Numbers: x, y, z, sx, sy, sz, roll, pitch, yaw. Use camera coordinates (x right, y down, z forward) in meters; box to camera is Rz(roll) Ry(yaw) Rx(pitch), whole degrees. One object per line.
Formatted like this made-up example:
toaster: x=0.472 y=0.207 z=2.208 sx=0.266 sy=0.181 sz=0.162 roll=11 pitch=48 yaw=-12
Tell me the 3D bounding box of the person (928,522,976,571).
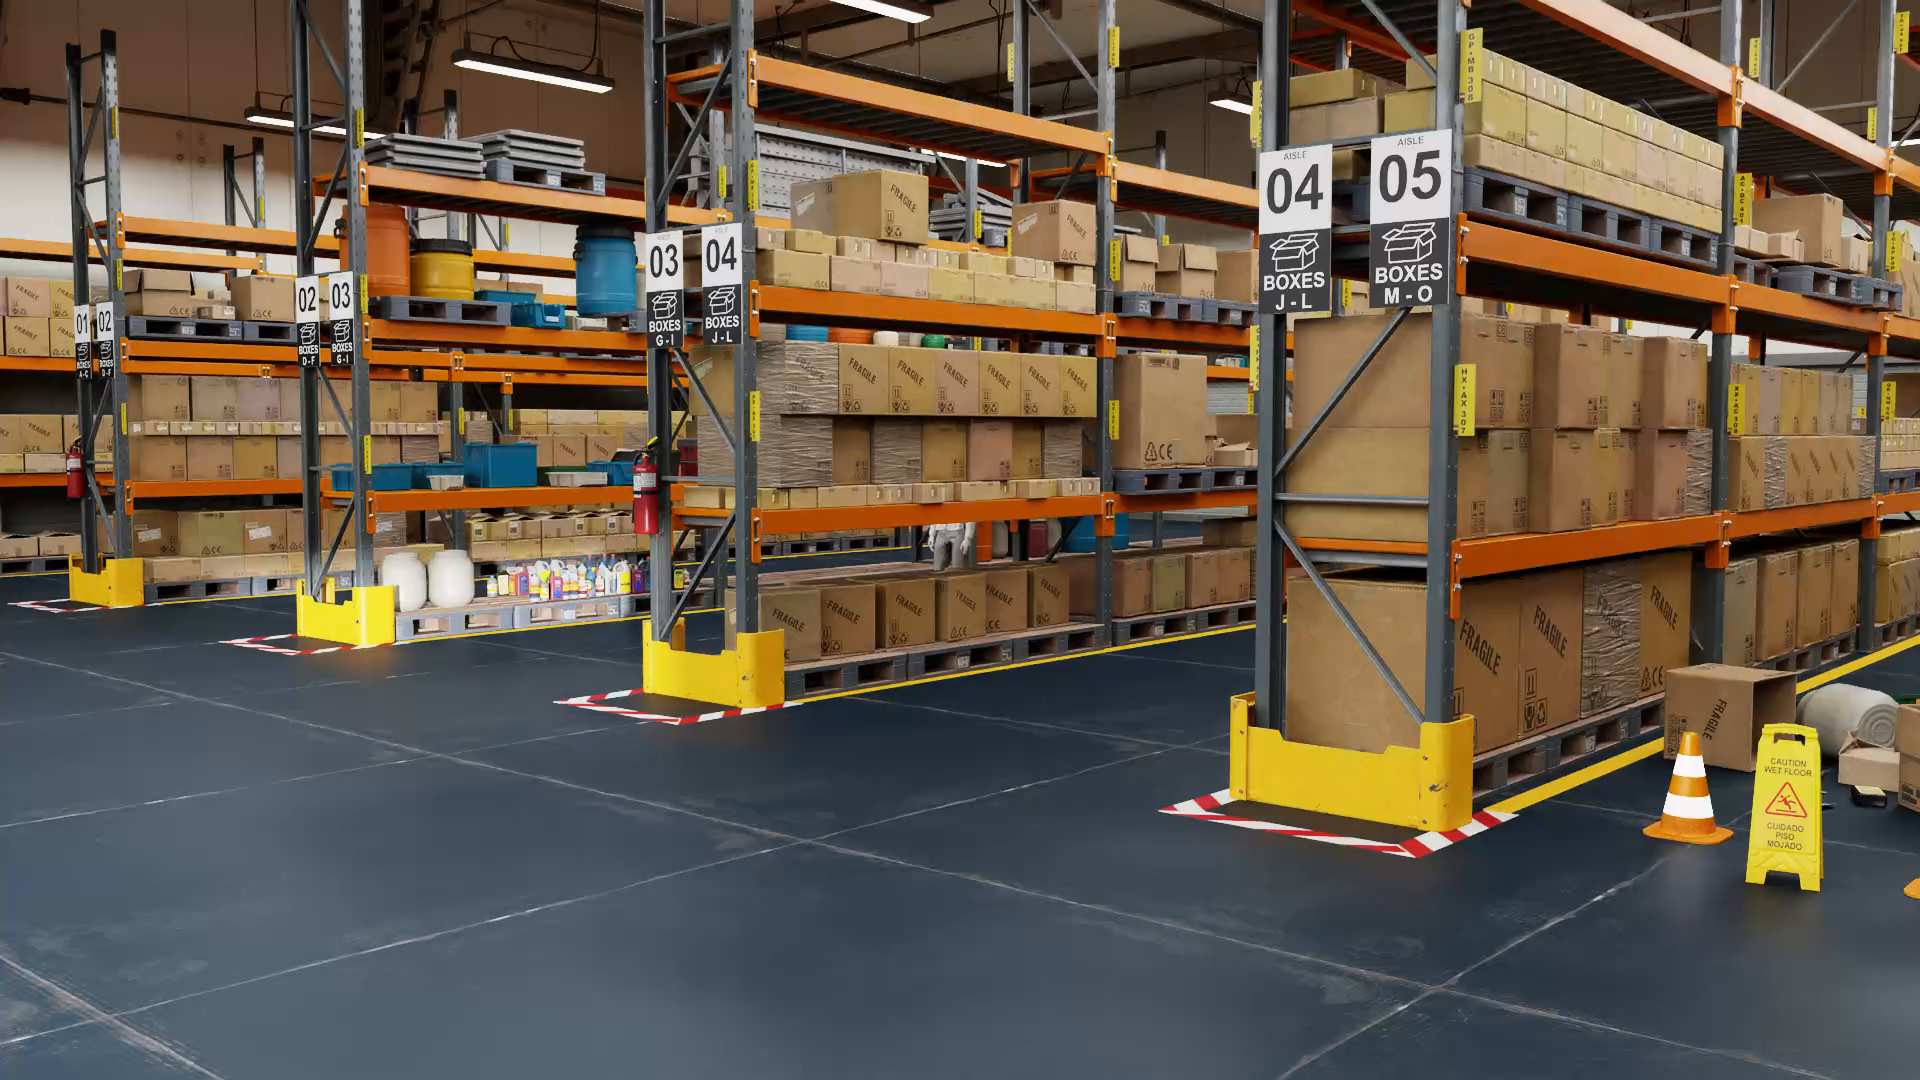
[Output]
person: x=-0.077 y=-0.013 z=15.674 sx=0.526 sy=1.663 sz=0.374 roll=3 pitch=5 yaw=40
